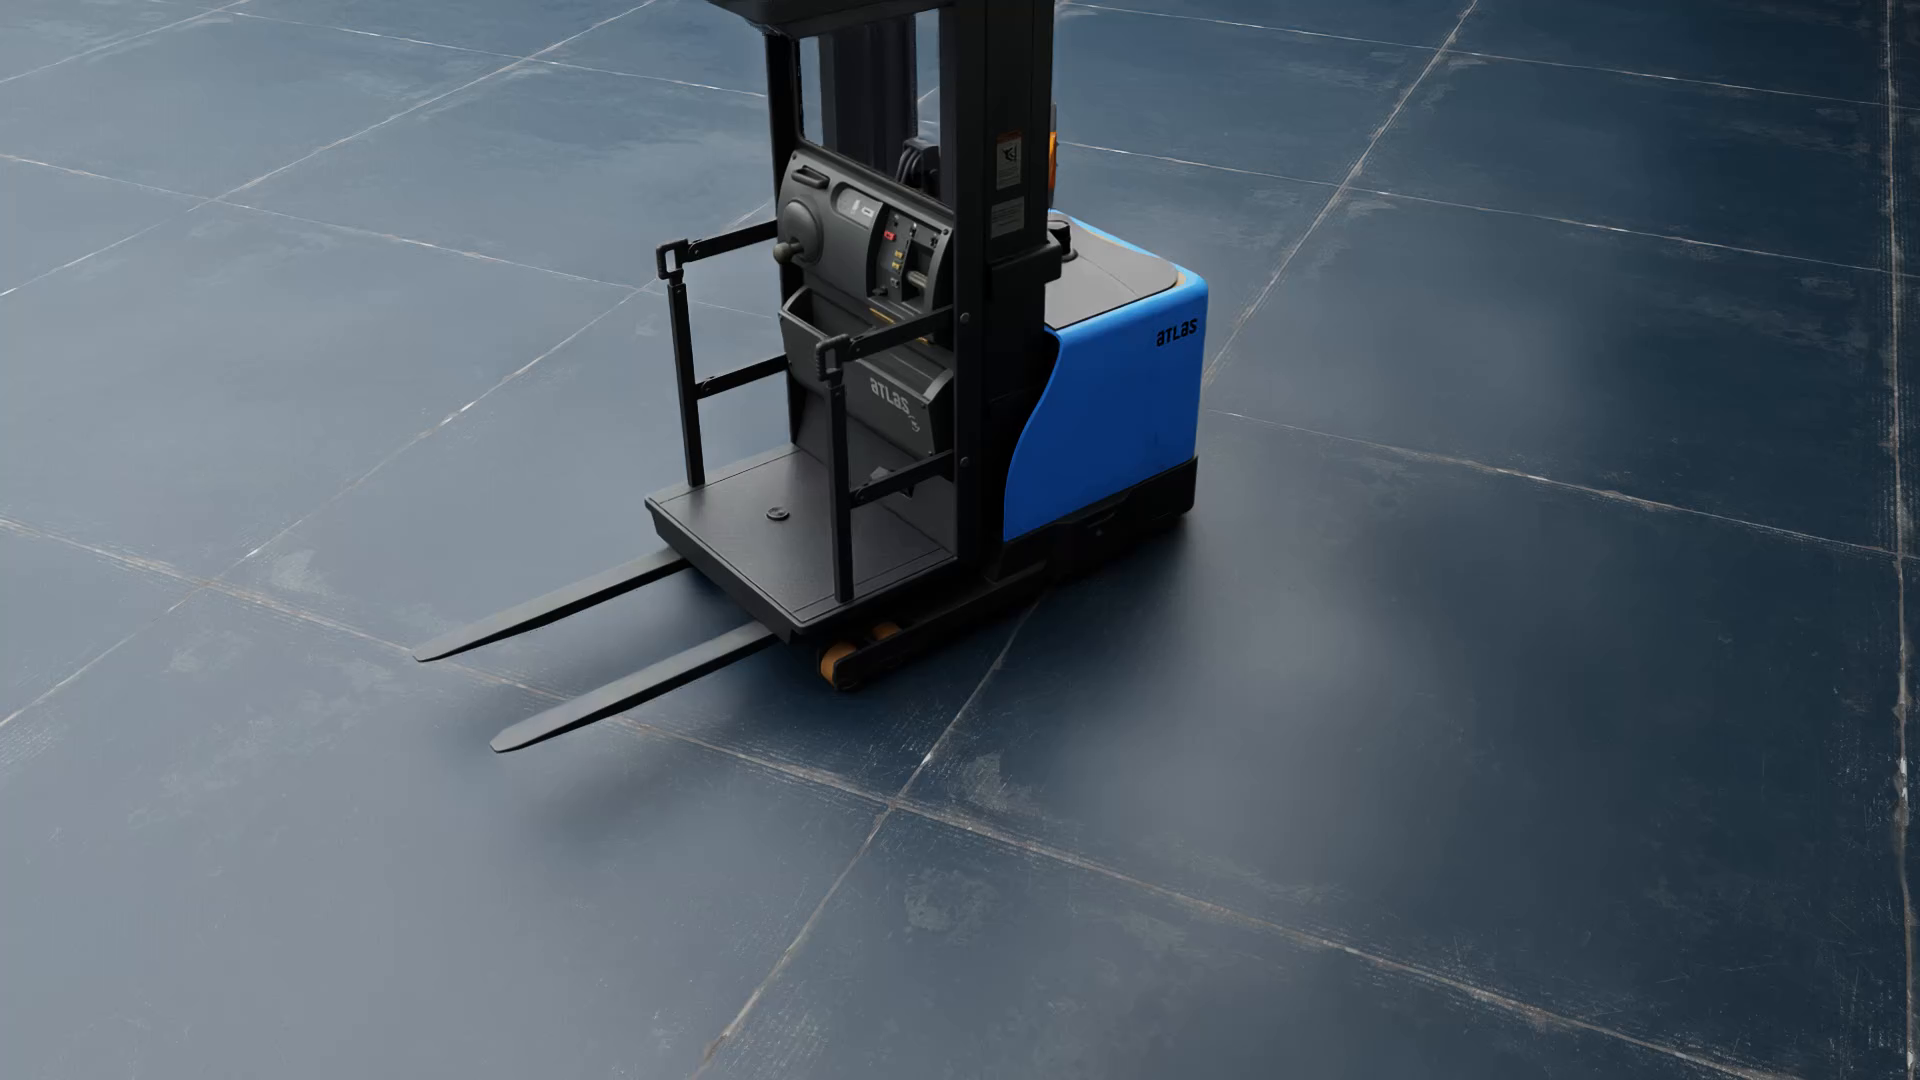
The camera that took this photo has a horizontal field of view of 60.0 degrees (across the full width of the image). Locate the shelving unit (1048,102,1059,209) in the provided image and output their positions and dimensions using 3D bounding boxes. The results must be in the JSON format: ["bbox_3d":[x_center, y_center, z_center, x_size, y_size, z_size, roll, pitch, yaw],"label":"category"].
[{"bbox_3d":[0.149,-1.325,7.745,0.538,1.125,1.048,4,33,5],"label":"shelving unit"}]

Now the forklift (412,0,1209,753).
[{"bbox_3d":[-0.503,-1.021,5.634,3.031,2.935,1.130,-24,40,-31],"label":"forklift"}]

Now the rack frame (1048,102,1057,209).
[{"bbox_3d":[0.206,-1.602,8.167,0.500,1.125,0.032,4,33,5],"label":"rack frame"}]

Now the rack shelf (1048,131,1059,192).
[{"bbox_3d":[0.149,-1.570,7.584,0.538,0.278,1.000,4,33,5],"label":"rack shelf"}]
